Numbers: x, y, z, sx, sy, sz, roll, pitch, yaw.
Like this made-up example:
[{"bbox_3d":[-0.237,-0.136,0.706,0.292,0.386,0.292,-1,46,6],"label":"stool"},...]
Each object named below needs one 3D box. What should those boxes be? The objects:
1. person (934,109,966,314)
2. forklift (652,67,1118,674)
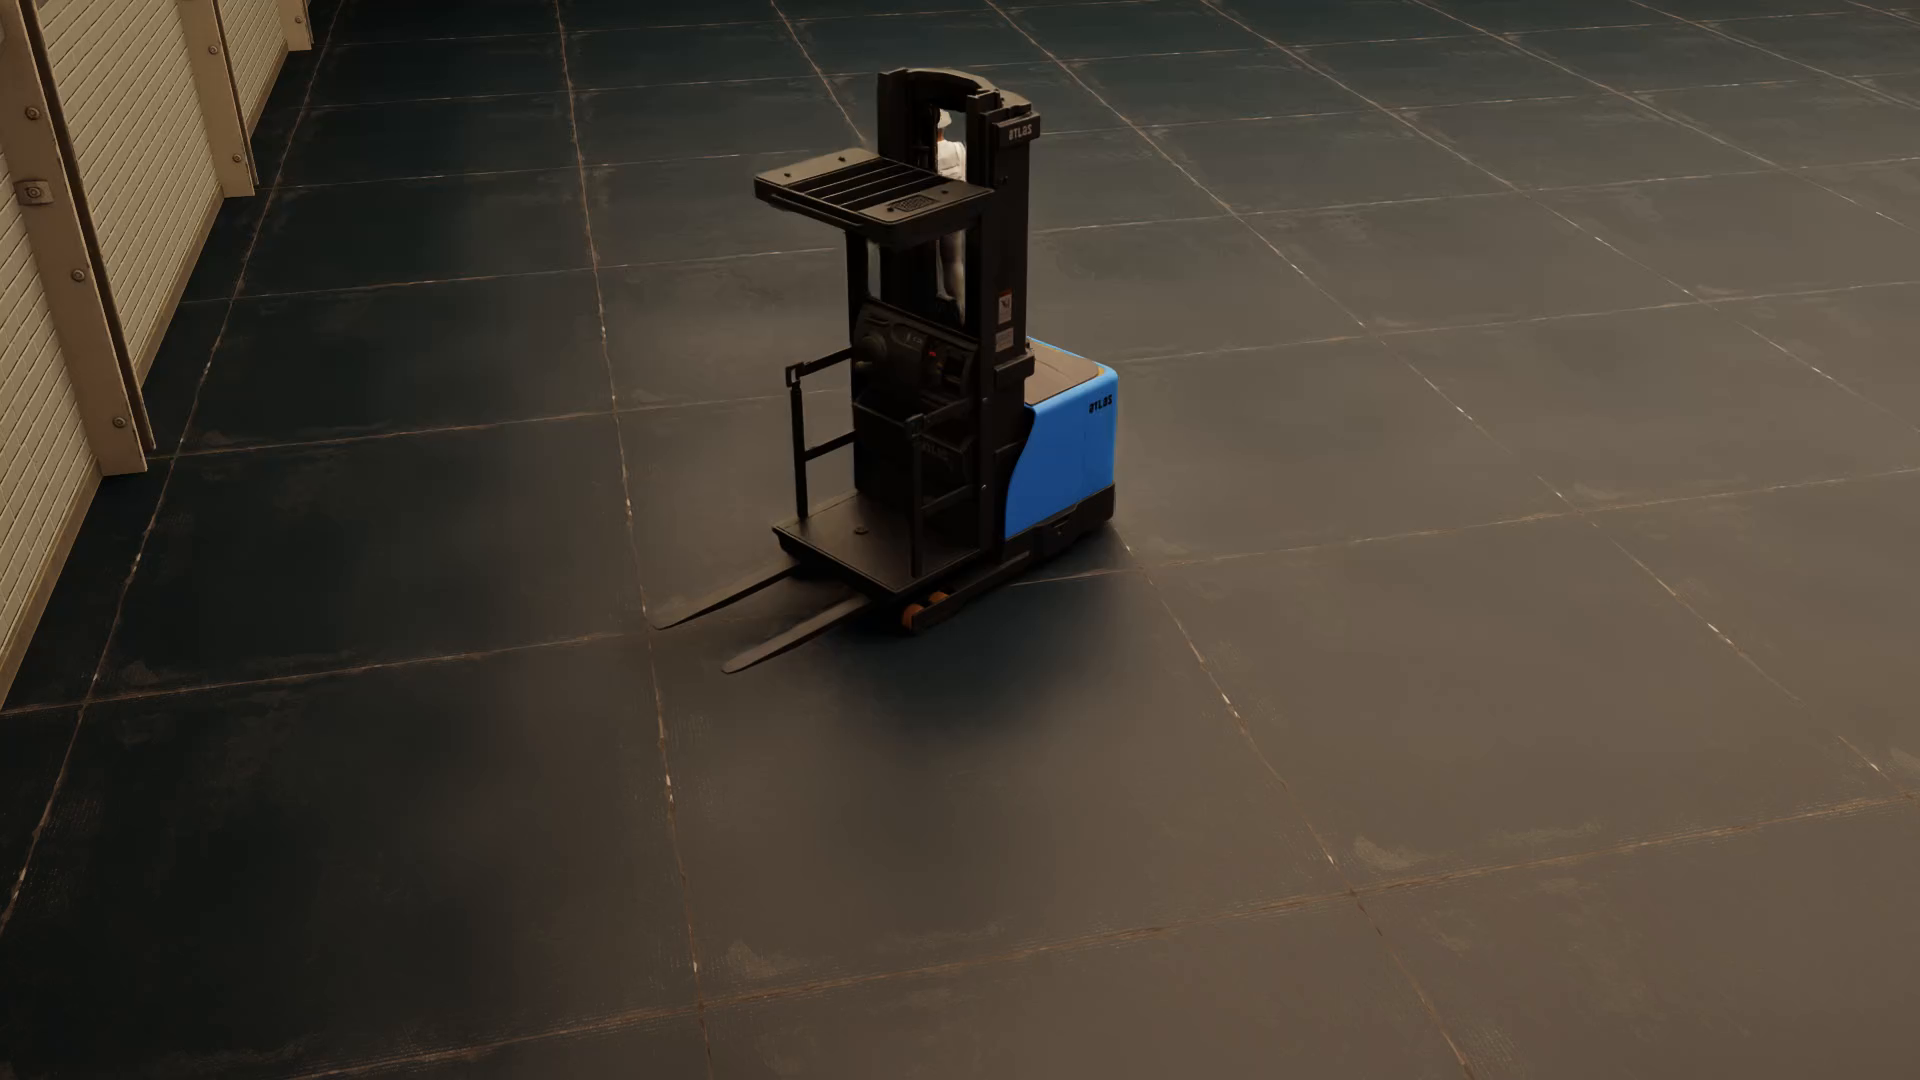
[{"bbox_3d":[-0.213,-2.577,13.159,0.640,1.780,0.575,-13,33,-21],"label":"person"},{"bbox_3d":[-0.412,-1.022,9.340,1.130,2.935,3.031,26,39,37],"label":"forklift"}]
